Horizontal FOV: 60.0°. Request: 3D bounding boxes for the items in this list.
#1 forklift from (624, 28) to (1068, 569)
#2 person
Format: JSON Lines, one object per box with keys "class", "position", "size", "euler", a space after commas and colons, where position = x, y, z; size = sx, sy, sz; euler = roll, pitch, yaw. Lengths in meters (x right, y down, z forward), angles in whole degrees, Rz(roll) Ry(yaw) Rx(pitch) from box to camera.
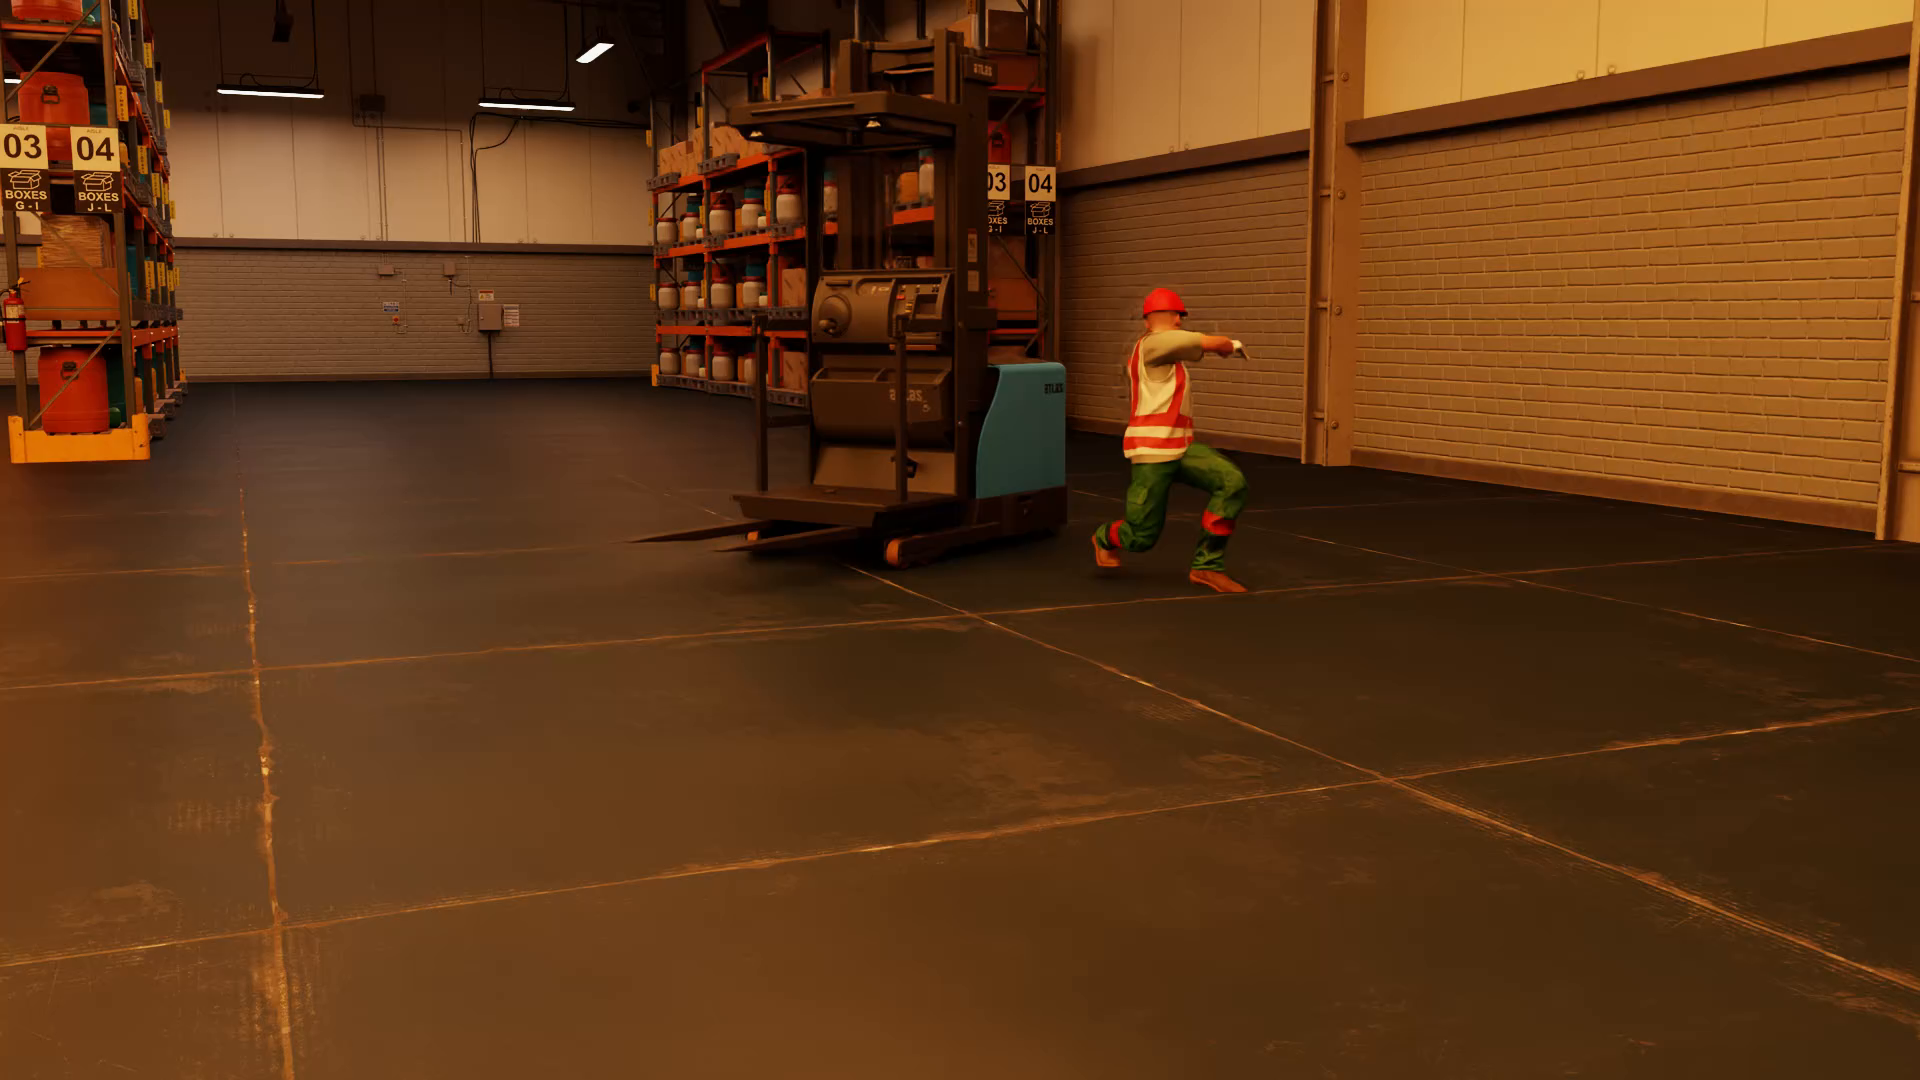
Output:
{"class": "forklift", "position": [-0.575, -1.368, 9.315], "size": [1.130, 2.935, 3.031], "euler": [5, 9, 34]}
{"class": "person", "position": [1.122, -0.522, 8.479], "size": [0.991, 1.510, 0.825], "euler": [6, 9, 37]}
